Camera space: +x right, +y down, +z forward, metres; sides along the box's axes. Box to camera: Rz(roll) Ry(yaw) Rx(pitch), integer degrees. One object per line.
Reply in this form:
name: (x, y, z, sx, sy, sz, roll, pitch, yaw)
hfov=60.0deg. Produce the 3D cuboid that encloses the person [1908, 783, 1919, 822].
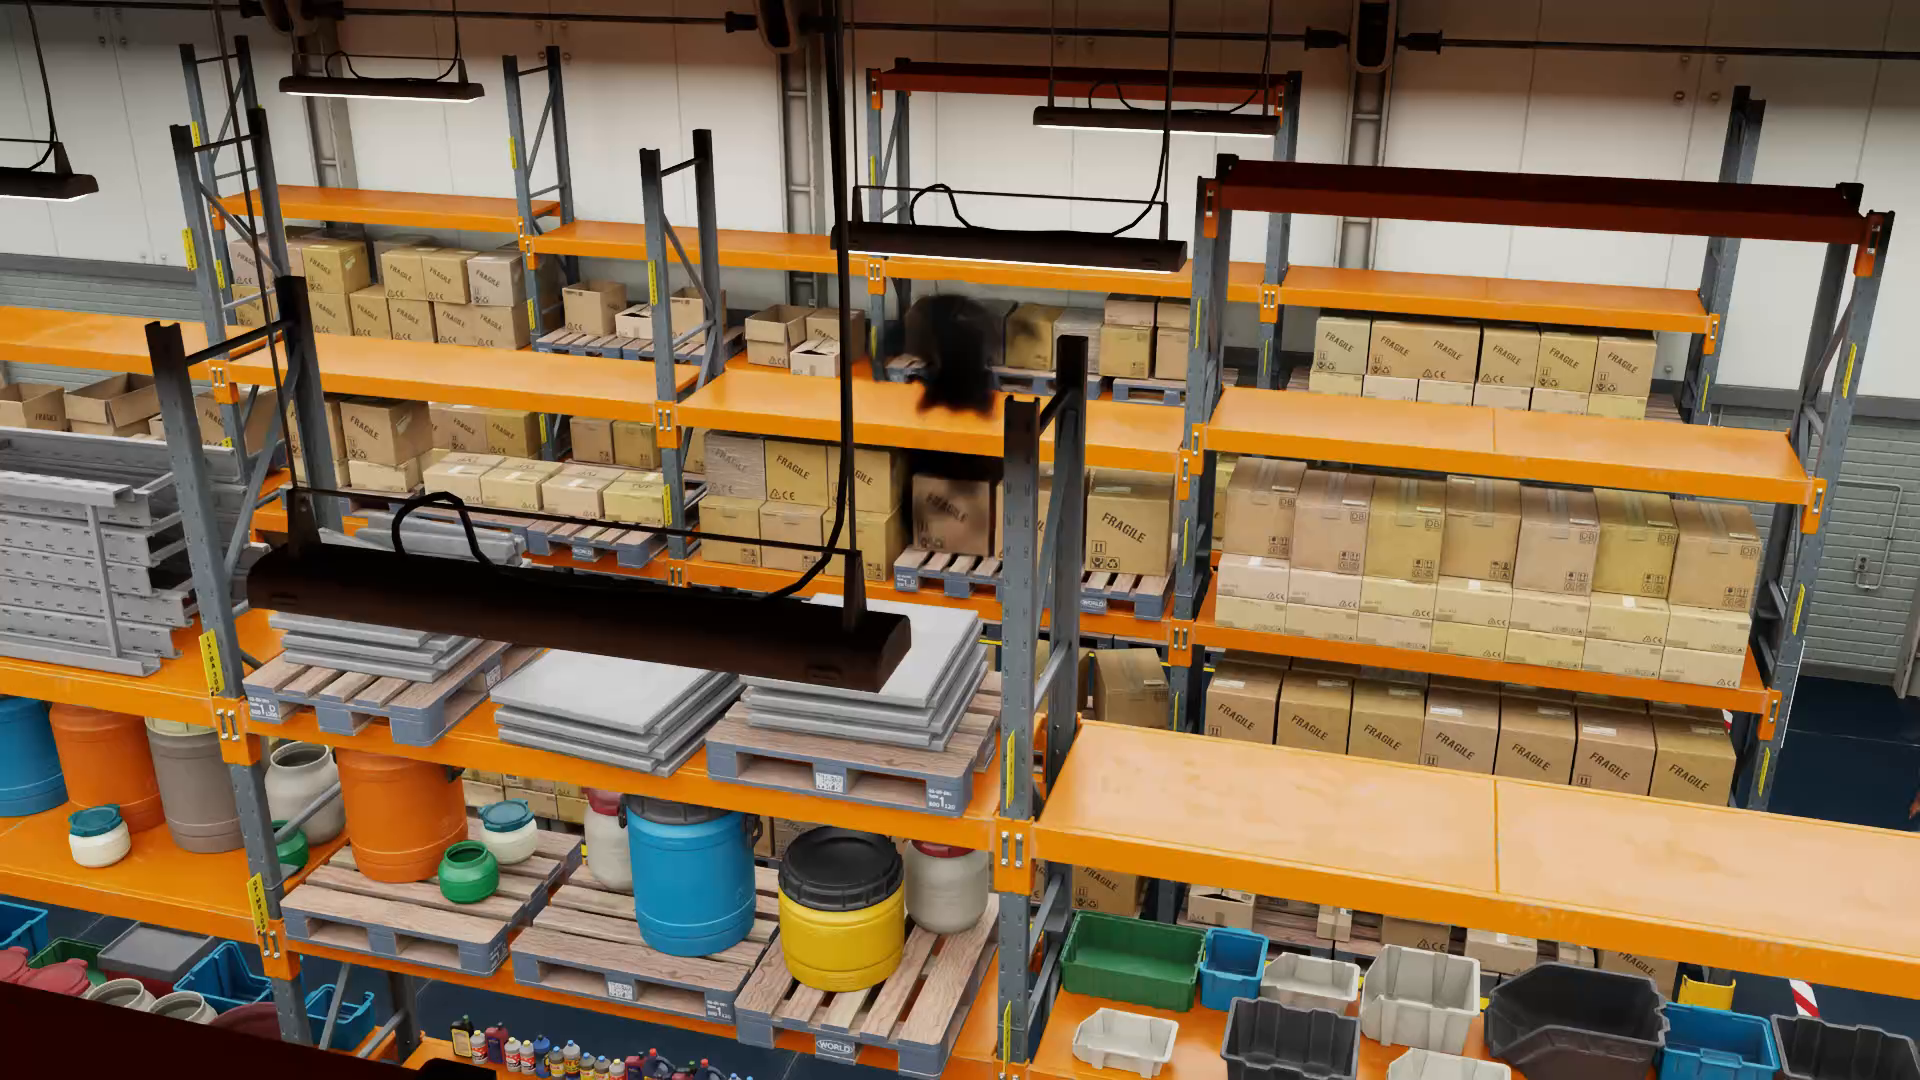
person: (7.731, 2.353, 12.978, 1.077, 1.596, 0.728, -16, 27, -33)
